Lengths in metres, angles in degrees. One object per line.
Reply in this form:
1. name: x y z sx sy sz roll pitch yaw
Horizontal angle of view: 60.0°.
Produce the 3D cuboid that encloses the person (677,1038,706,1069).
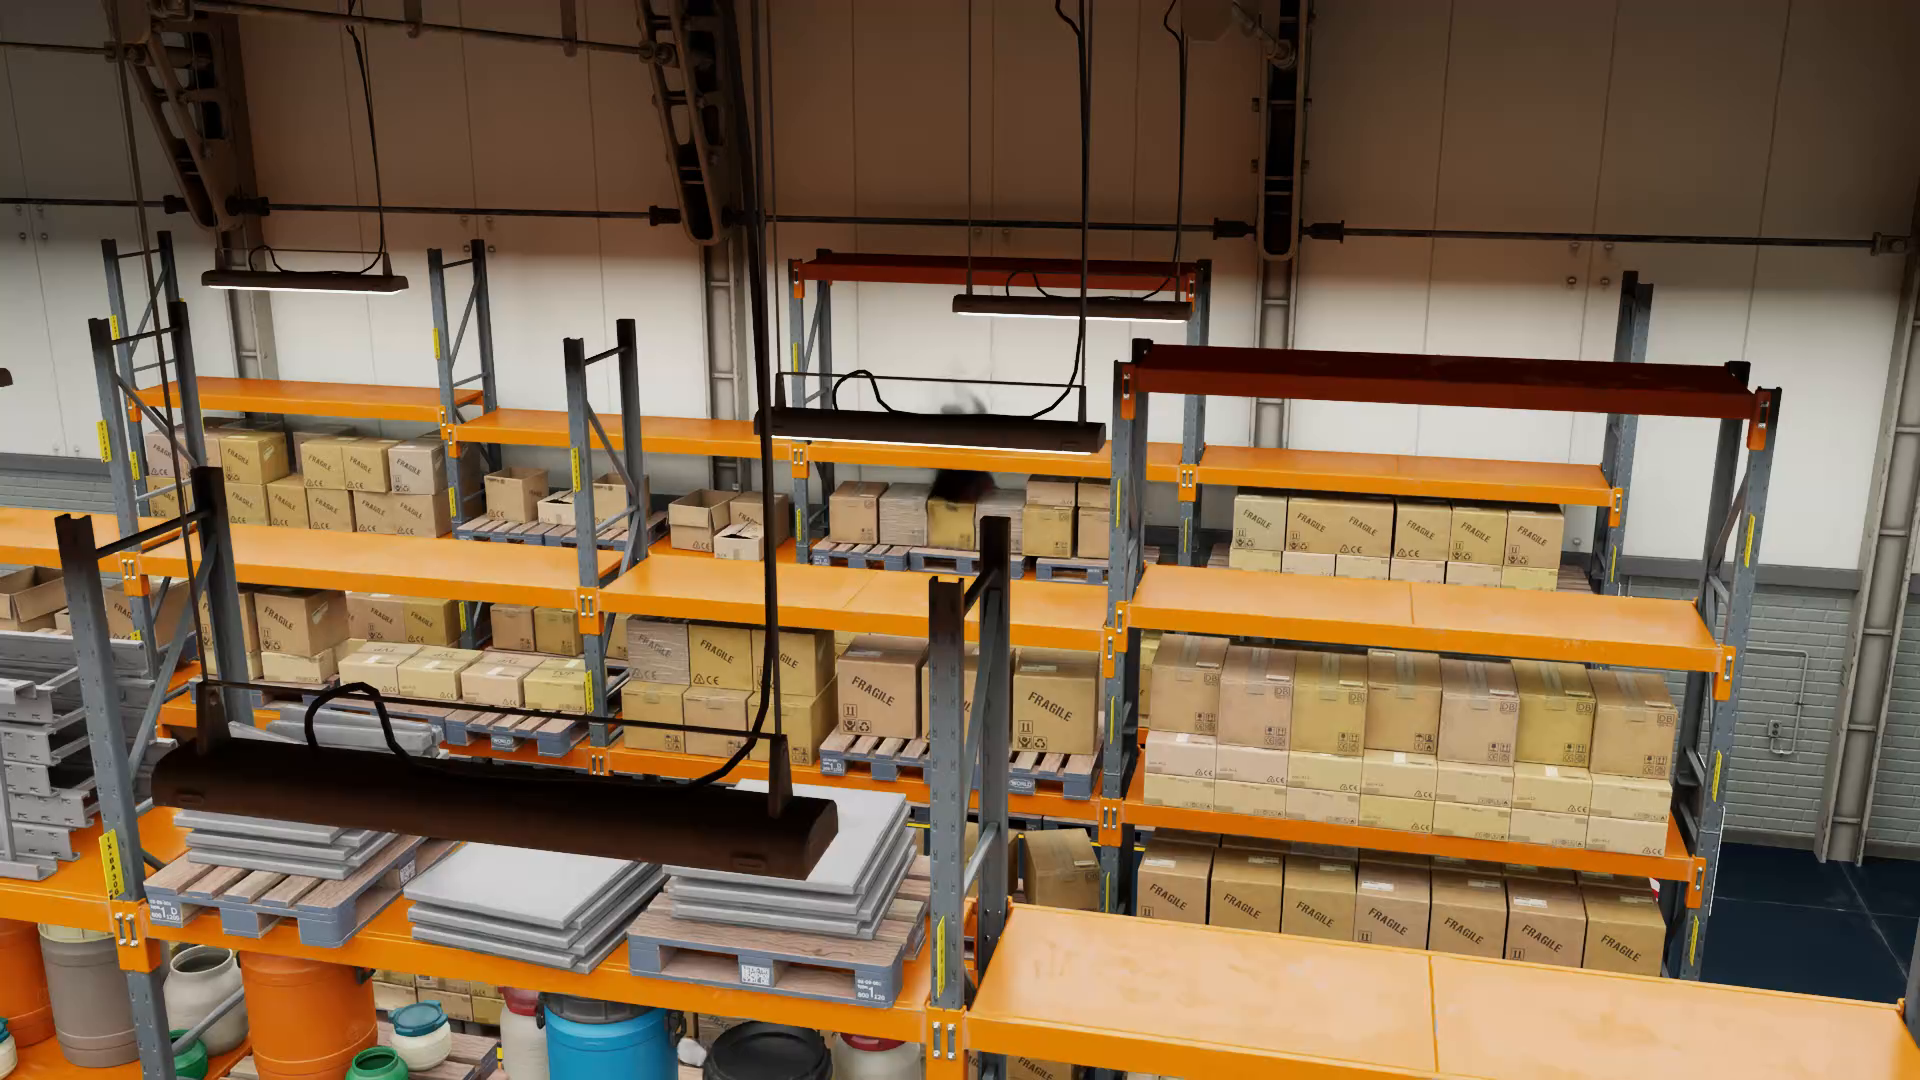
1. person: -1.820 4.125 11.197 0.885 1.721 0.562 1 16 2
